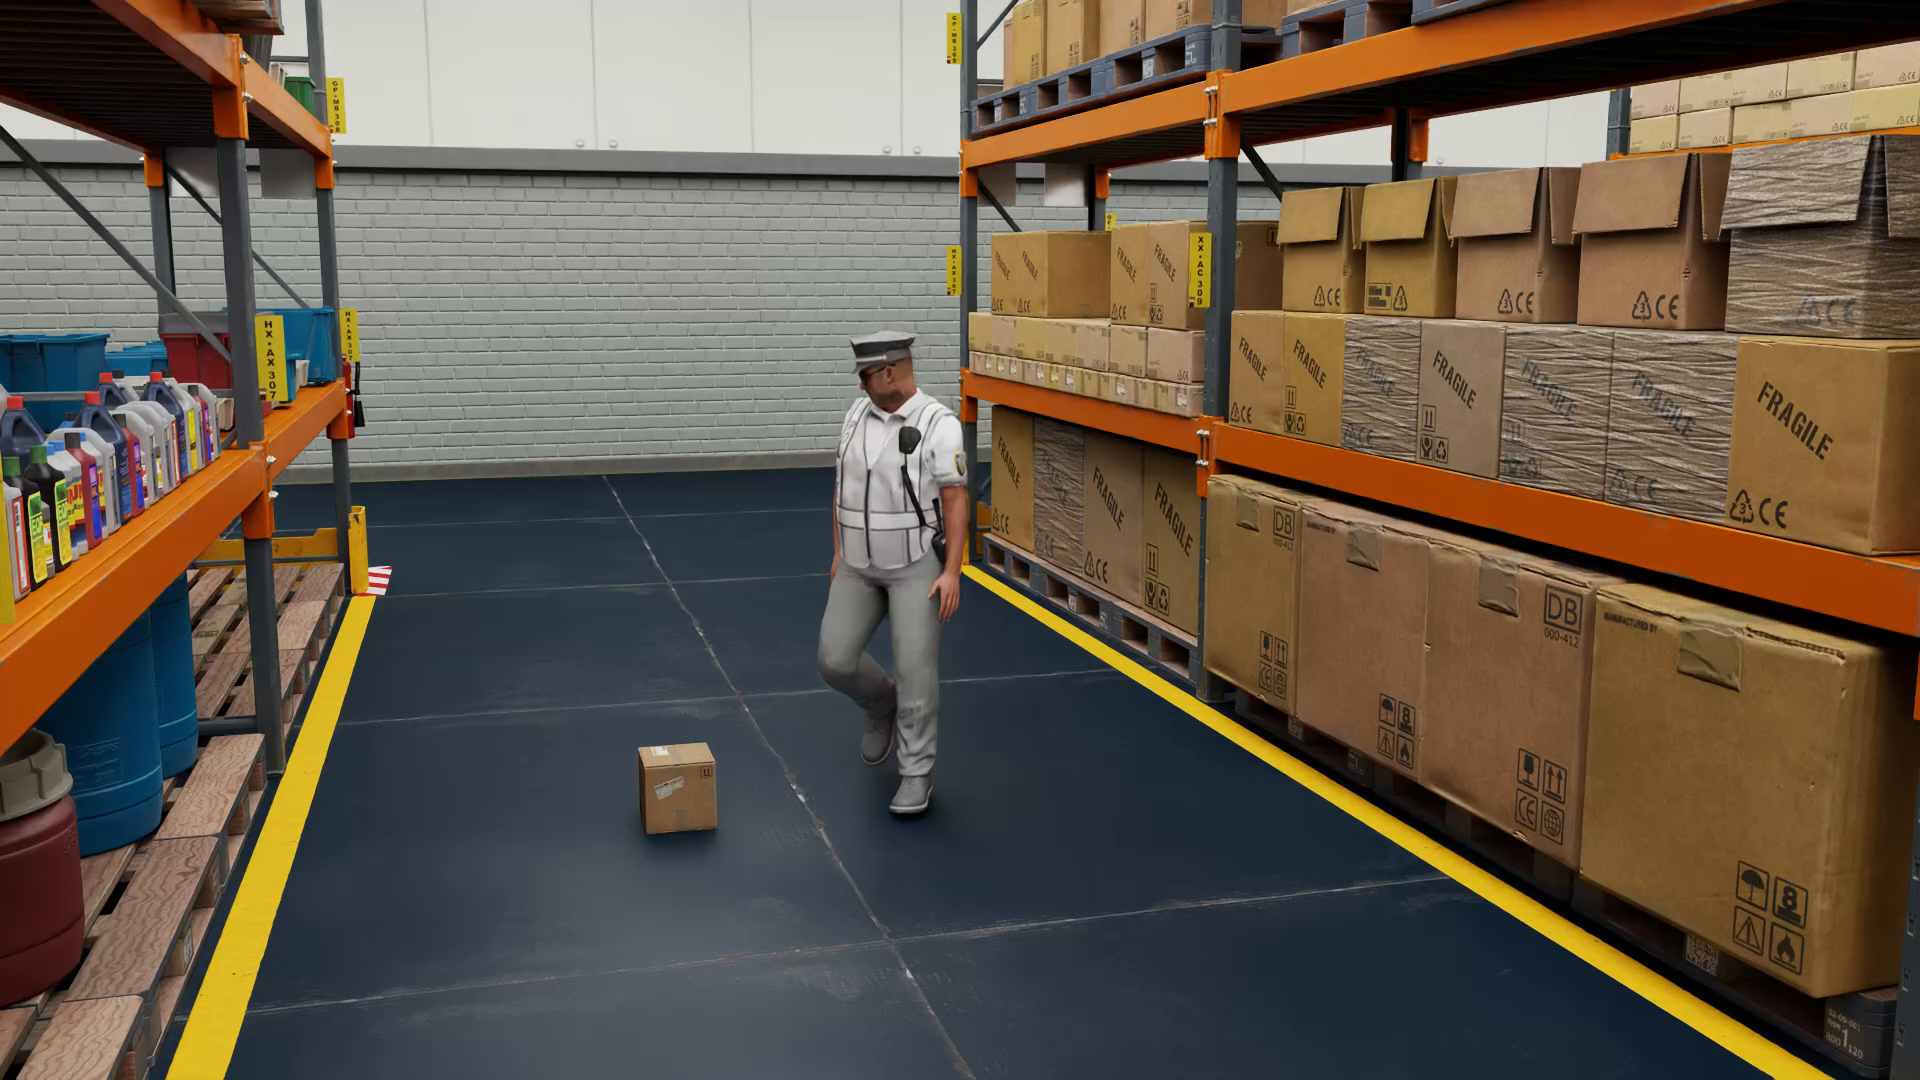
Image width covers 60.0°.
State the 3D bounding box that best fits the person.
[{"bbox_3d":[-0.230,0.091,6.225,0.584,1.738,0.641,4,10,25],"label":"person"}]
